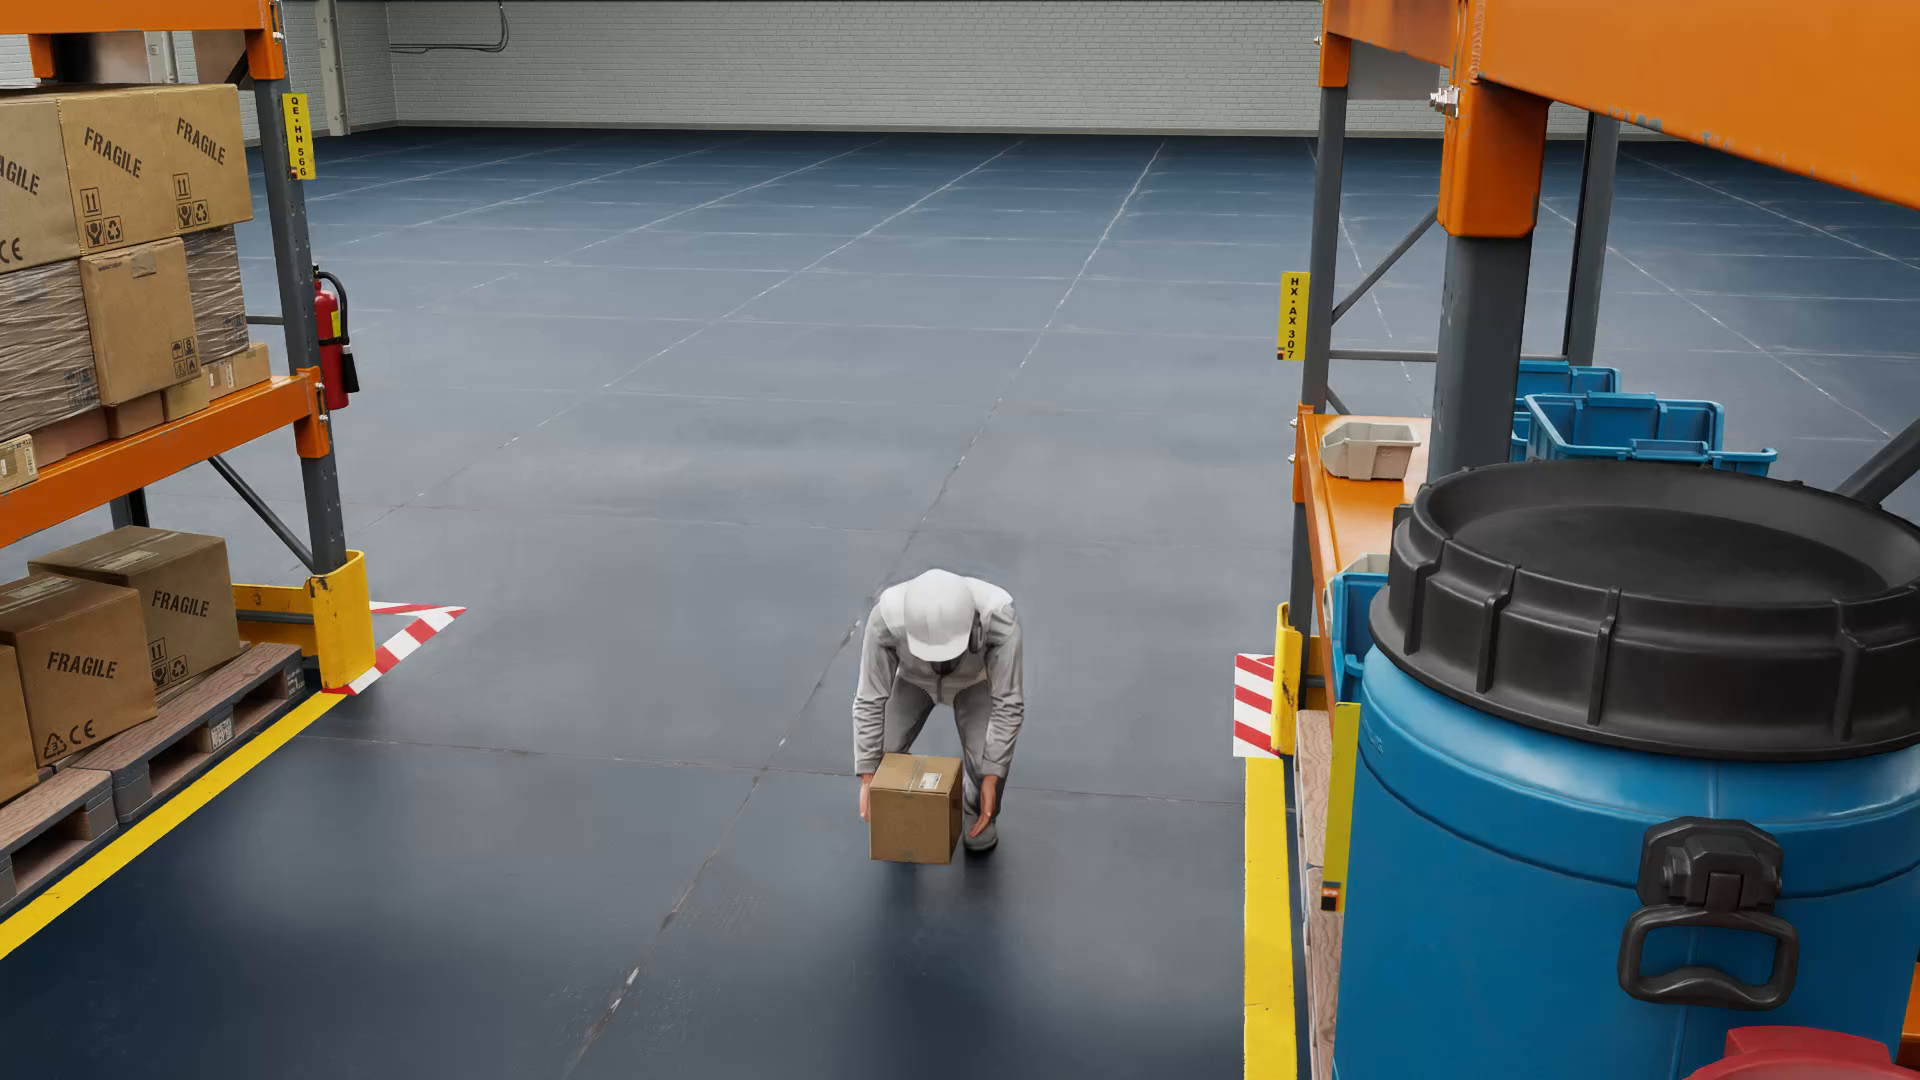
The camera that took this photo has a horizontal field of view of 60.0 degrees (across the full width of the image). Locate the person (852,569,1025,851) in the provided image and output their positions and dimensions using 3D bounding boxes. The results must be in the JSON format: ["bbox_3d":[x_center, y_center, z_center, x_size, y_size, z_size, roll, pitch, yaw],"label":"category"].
[{"bbox_3d":[-0.043,0.521,5.486,0.556,1.105,0.869,3,18,9],"label":"person"}]
